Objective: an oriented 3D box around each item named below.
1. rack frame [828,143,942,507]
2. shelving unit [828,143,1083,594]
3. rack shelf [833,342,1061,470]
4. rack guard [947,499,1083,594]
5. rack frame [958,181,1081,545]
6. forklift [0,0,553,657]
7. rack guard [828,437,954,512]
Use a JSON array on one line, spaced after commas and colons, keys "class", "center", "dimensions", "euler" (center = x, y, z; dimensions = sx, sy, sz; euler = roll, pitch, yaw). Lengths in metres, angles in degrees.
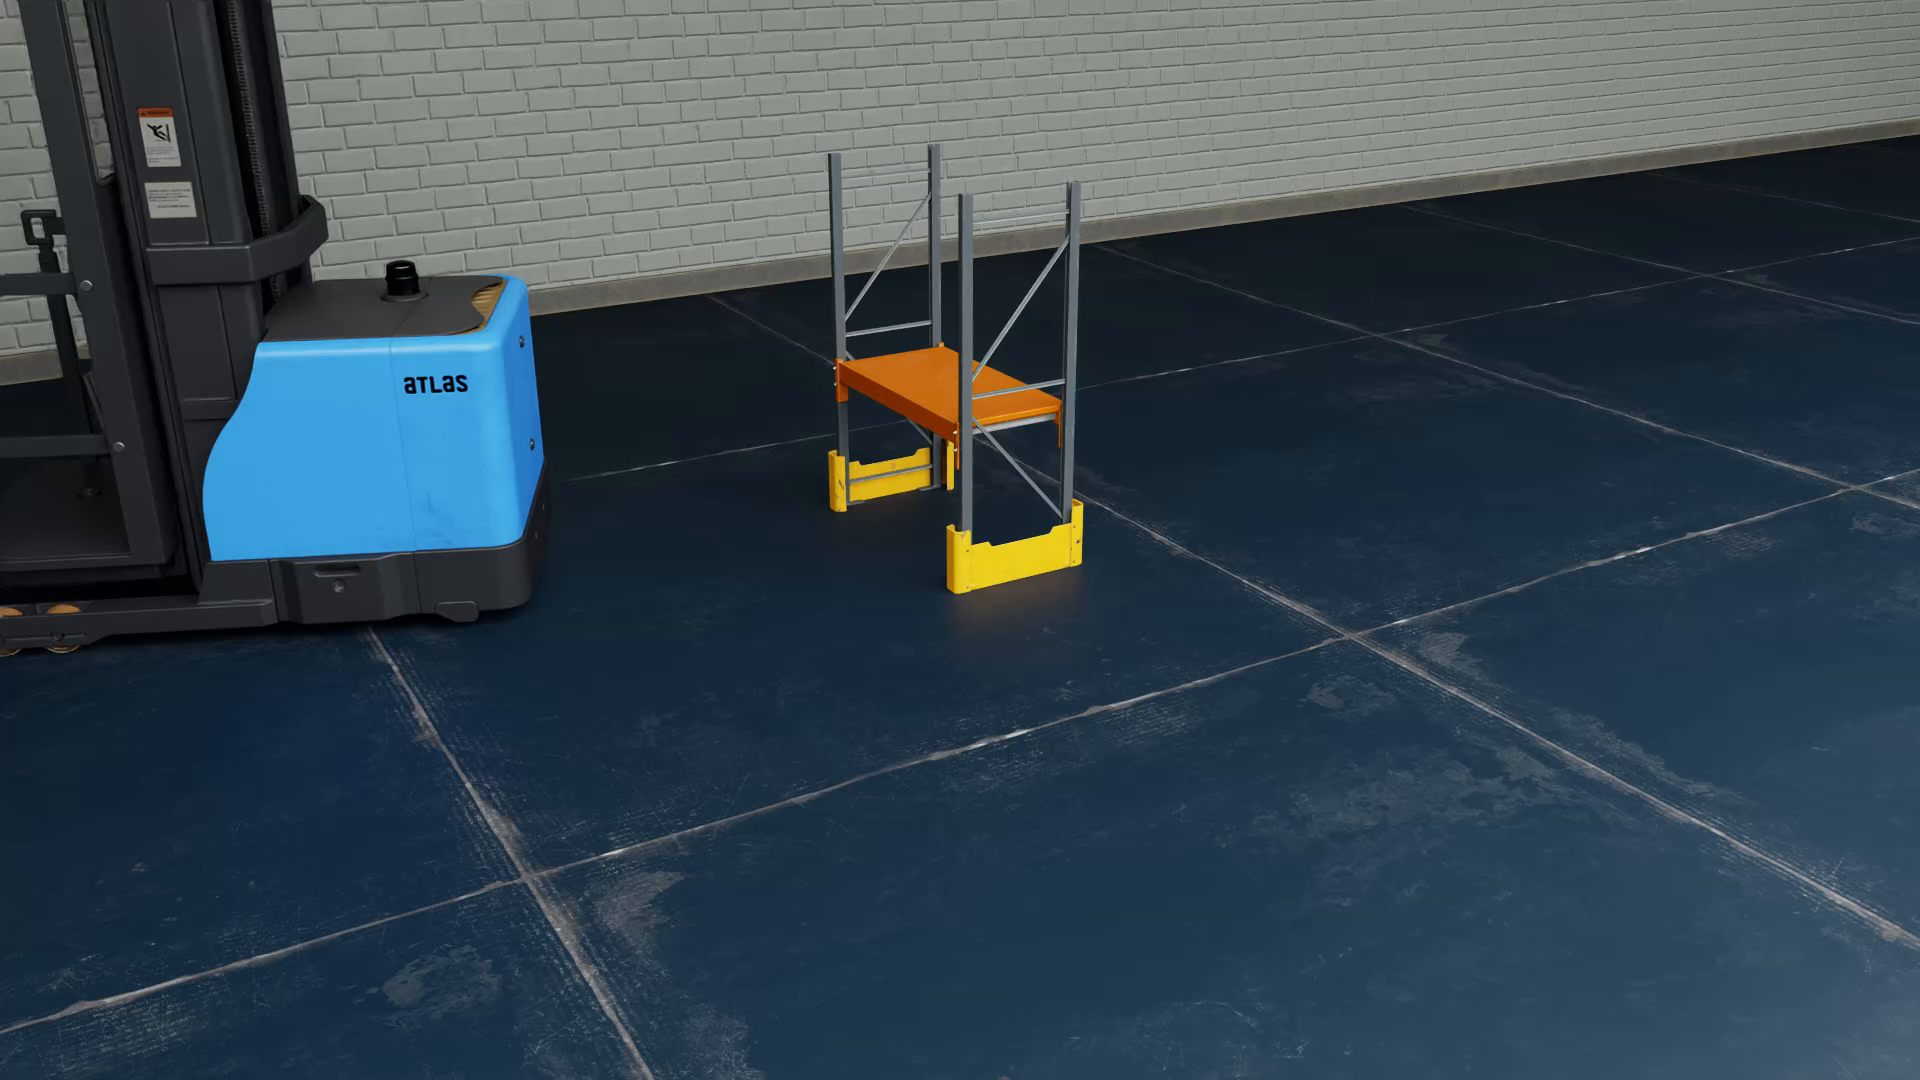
[{"class": "rack frame", "center": [-0.303, -0.887, 7.002], "dimensions": [0.500, 1.500, 0.032], "euler": [-13, 25, -28]}, {"class": "shelving unit", "center": [-0.039, -0.719, 6.590], "dimensions": [0.587, 1.500, 1.083], "euler": [-13, 25, -28]}, {"class": "rack shelf", "center": [-0.044, -0.556, 6.665], "dimensions": [0.538, 0.185, 1.000], "euler": [-13, 25, -28]}, {"class": "rack guard", "center": [0.215, 0.021, 6.428], "dimensions": [0.587, 0.250, 0.087], "euler": [-13, 25, -28]}, {"class": "rack frame", "center": [0.216, -0.558, 6.192], "dimensions": [0.500, 1.500, 0.032], "euler": [-13, 25, -28]}, {"class": "forklift", "center": [-3.130, -1.163, 5.780], "dimensions": [3.031, 2.935, 1.130], "euler": [-3, 22, -7]}, {"class": "rack guard", "center": [-0.293, -0.302, 7.222], "dimensions": [0.587, 0.250, 0.087], "euler": [-13, 25, -28]}]
